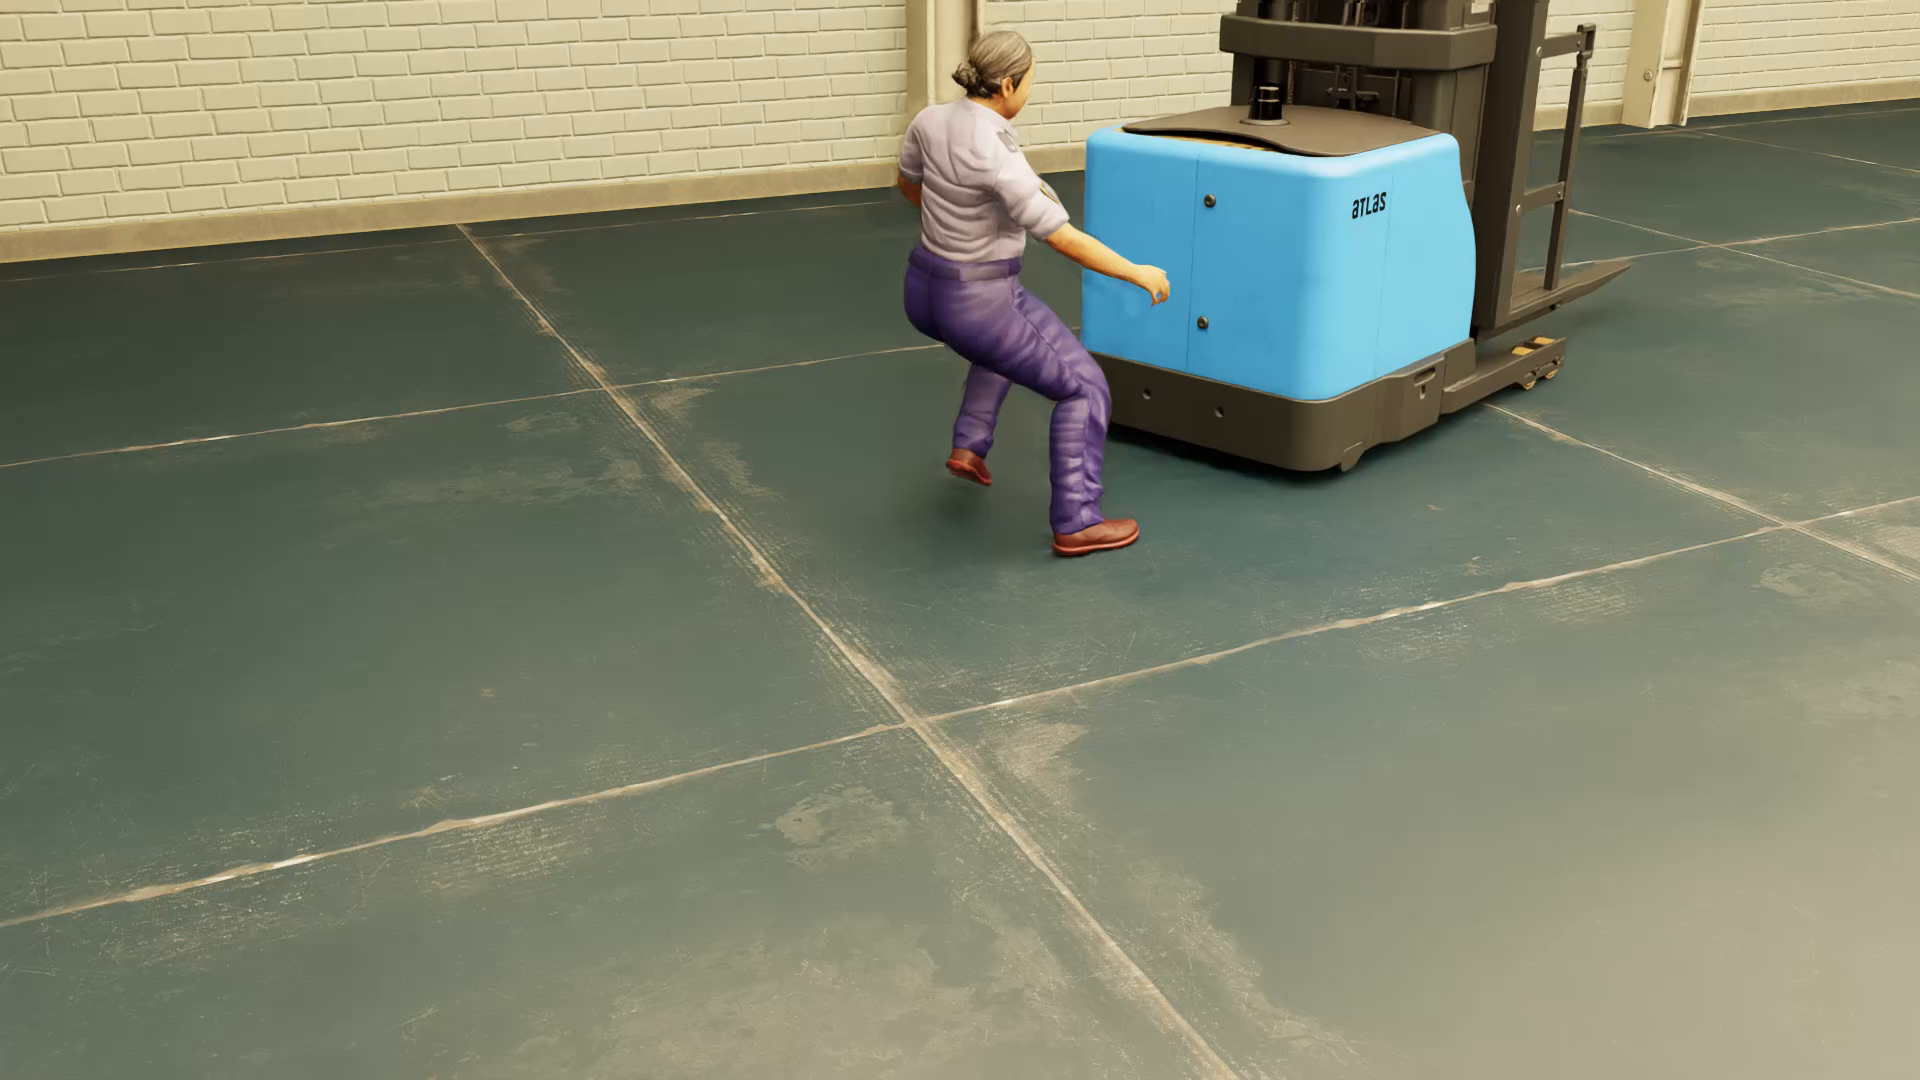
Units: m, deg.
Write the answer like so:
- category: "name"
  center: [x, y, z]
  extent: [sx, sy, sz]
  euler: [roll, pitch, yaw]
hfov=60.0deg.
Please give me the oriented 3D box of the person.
- category: "person"
  center: [0.165, -0.768, 5.000]
  extent: [0.587, 1.492, 0.824]
  euler: [-16, 27, -33]

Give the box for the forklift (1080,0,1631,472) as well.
- category: "forklift"
  center: [1.781, -2.060, 6.245]
  extent: [1.130, 2.935, 3.031]
  euler: [19, 29, 38]
